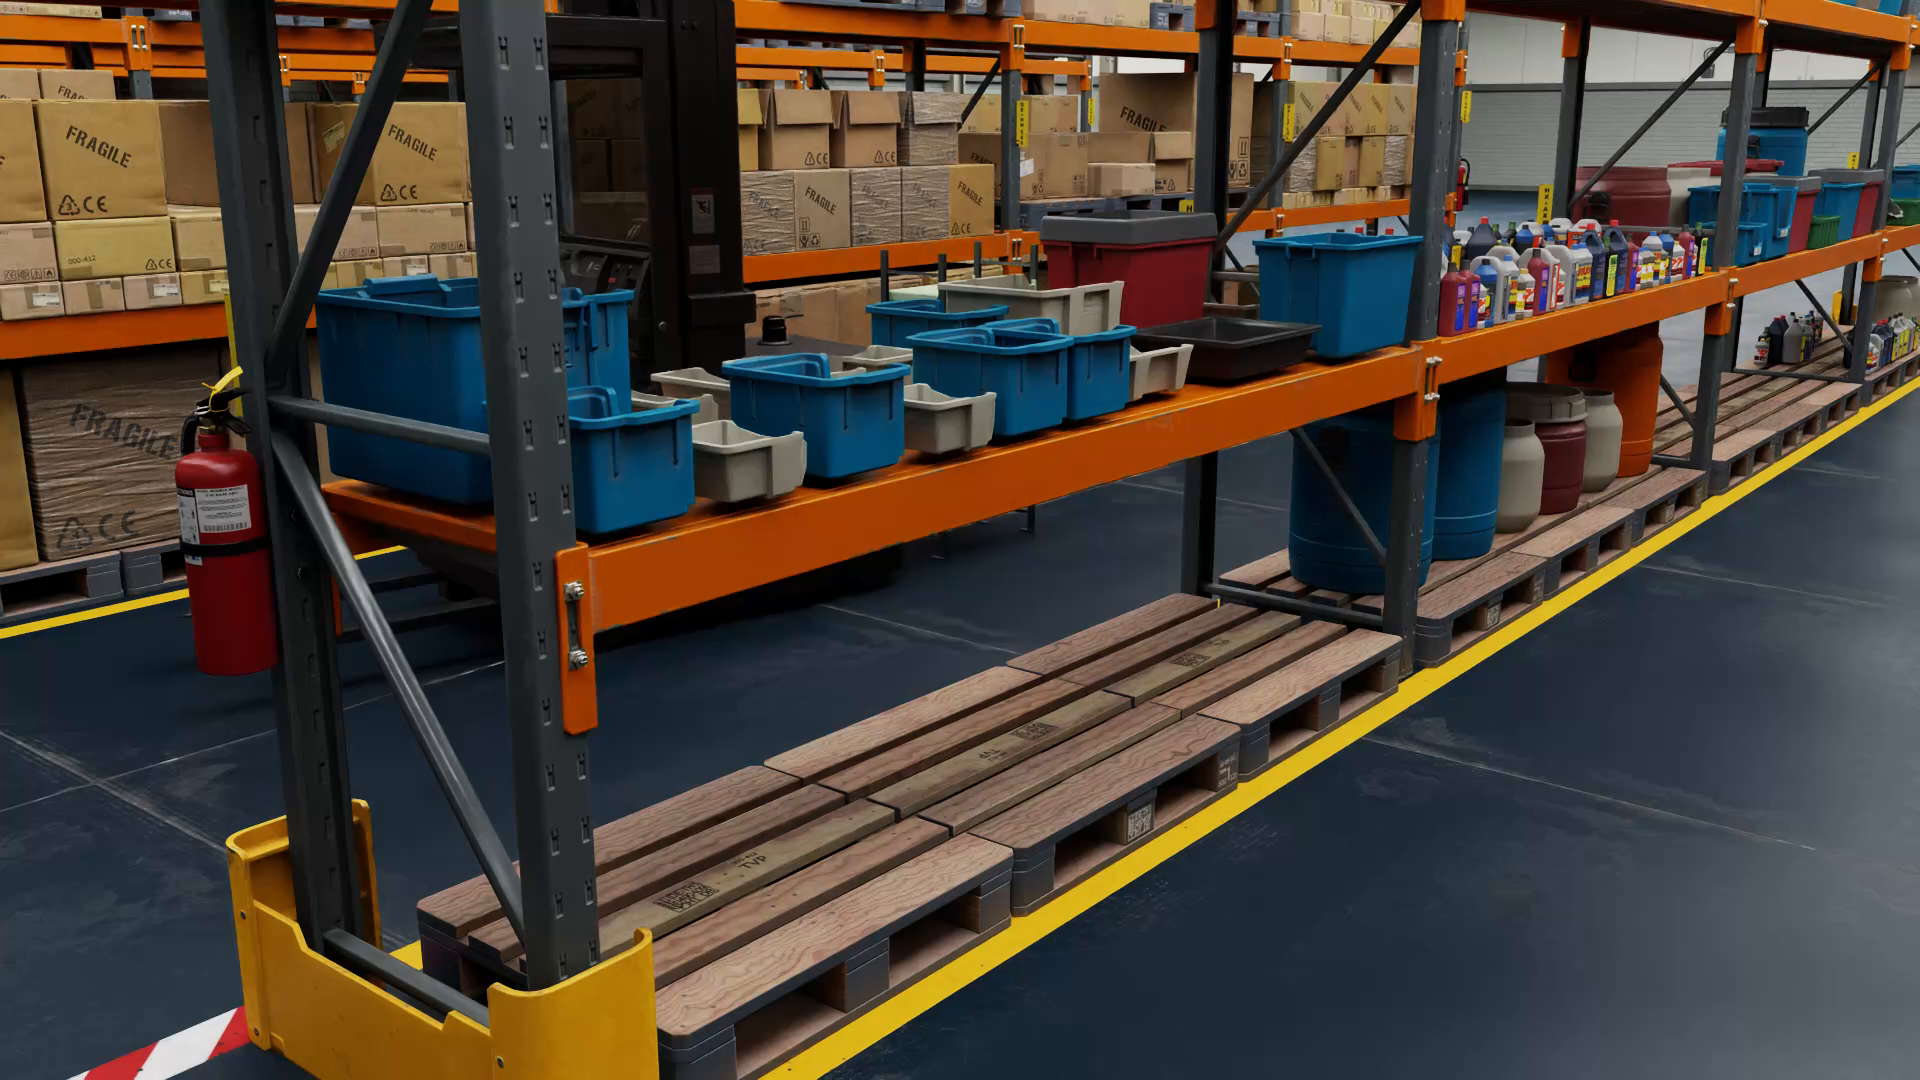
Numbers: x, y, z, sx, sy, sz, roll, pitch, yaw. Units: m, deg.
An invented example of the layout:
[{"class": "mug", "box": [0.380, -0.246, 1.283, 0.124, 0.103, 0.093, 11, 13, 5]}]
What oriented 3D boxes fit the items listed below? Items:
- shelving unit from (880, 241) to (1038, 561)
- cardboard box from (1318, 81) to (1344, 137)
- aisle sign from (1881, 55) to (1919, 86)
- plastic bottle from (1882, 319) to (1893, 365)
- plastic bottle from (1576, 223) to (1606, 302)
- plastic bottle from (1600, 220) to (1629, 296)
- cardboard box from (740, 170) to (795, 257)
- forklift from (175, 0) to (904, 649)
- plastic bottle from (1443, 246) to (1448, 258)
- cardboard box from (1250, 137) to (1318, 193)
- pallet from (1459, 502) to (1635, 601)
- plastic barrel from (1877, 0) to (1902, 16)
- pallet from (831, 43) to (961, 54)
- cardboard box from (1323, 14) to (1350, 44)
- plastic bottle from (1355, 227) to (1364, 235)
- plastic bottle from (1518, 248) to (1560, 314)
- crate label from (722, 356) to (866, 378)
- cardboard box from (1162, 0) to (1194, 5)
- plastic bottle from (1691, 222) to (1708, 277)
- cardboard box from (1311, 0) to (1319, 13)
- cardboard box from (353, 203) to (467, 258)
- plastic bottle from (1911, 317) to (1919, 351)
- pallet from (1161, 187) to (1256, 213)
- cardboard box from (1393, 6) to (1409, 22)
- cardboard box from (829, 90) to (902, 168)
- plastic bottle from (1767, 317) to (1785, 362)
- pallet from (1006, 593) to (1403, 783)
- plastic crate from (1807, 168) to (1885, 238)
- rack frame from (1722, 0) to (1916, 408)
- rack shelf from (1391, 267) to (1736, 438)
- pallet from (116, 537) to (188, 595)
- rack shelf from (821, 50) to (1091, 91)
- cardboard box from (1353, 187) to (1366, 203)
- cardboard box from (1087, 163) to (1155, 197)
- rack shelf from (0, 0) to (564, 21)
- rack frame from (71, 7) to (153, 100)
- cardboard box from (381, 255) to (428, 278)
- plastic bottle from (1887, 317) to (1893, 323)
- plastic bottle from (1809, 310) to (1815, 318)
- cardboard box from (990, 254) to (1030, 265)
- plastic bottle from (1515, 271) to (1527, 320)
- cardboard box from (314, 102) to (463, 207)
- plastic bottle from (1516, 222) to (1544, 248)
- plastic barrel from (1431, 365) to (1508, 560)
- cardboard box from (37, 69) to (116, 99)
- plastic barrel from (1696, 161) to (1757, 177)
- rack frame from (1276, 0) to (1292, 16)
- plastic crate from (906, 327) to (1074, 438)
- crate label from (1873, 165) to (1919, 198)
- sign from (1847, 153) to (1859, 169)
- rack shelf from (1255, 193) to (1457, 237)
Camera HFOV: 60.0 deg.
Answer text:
[{"class": "shelving unit", "box": [0.004, -0.728, 8.443, 0.431, 1.500, 0.755, 11, 18, 38]}, {"class": "cardboard box", "box": [3.323, -4.108, 15.864, 0.500, 0.500, 0.500, 11, 18, 38]}, {"class": "aisle sign", "box": [8.713, -4.607, 15.385, 0.394, 0.787, 0.004, 11, 18, 38]}, {"class": "plastic bottle", "box": [7.330, -1.577, 13.227, 0.144, 0.351, 0.185, 10, 18, 35]}, {"class": "plastic bottle", "box": [2.894, -1.284, 7.686, 0.144, 0.351, 0.185, 11, 18, 38]}, {"class": "plastic bottle", "box": [3.094, -1.345, 7.926, 0.144, 0.351, 0.185, 11, 18, 38]}, {"class": "cardboard box", "box": [-1.385, -2.046, 10.382, 0.500, 0.500, 0.500, 11, 18, 36]}, {"class": "forklift", "box": [-1.725, -1.087, 6.950, 3.031, 2.935, 1.130, -11, 18, -38]}, {"class": "plastic bottle", "box": [2.235, -1.274, 7.805, 0.097, 0.271, 0.097, 0, 14, 0]}, {"class": "cardboard box", "box": [2.860, -3.557, 15.726, 0.875, 0.500, 0.500, 11, 18, 38]}, {"class": "pallet", "box": [2.637, -0.014, 8.249, 1.003, 0.211, 1.213, 11, 18, 38]}, {"class": "plastic barrel", "box": [6.231, -4.087, 11.510, 0.600, 0.901, 0.708, 11, 18, 38]}, {"class": "pallet", "box": [-0.743, -5.641, 18.823, 1.003, 0.211, 1.213, 11, 18, 38]}, {"class": "cardboard box", "box": [3.340, -4.818, 15.708, 0.500, 0.250, 0.500, 11, 18, 37]}, {"class": "plastic bottle", "box": [1.793, -1.228, 7.463, 0.144, 0.351, 0.185, 11, 18, 38]}, {"class": "plastic bottle", "box": [2.523, -1.136, 7.256, 0.152, 0.276, 0.135, 11, 18, 38]}, {"class": "crate label", "box": [-0.439, -0.419, 4.595, 0.396, 0.136, 0.243, 11, 18, 38]}, {"class": "cardboard box", "box": [1.565, -4.740, 14.035, 0.797, 0.503, 0.637, 12, 19, 40]}, {"class": "plastic bottle", "box": [3.945, -1.555, 8.891, 0.061, 0.283, 0.133, 11, 18, 38]}, {"class": "cardboard box", "box": [3.087, -4.938, 15.373, 0.380, 0.149, 0.250, 10, 17, 35]}, {"class": "cardboard box", "box": [-2.896, -1.603, 8.540, 0.500, 0.250, 0.500, 12, 19, 39]}, {"class": "plastic bottle", "box": [8.023, -1.740, 14.002, 0.061, 0.283, 0.133, 12, 18, 39]}, {"class": "pallet", "box": [1.936, -3.071, 15.010, 1.003, 0.211, 1.213, 11, 18, 38]}, {"class": "cardboard box", "box": [4.288, -5.279, 16.713, 0.380, 0.149, 0.250, 10, 17, 35]}, {"class": "cardboard box", "box": [-0.869, -2.795, 11.292, 0.797, 0.503, 0.637, 12, 18, 39]}, {"class": "plastic bottle", "box": [6.562, -1.619, 13.390, 0.144, 0.351, 0.185, 11, 18, 36]}, {"class": "pallet", "box": [0.921, 0.509, 6.191, 1.003, 0.211, 1.213, 11, 18, 38]}, {"class": "plastic crate", "box": [6.315, -2.412, 11.897, 0.402, 0.464, 0.583, 11, 18, 38]}, {"class": "rack frame", "box": [6.381, -2.522, 12.457, 1.000, 3.000, 0.127, 11, 18, 38]}, {"class": "rack shelf", "box": [2.610, -1.024, 8.022, 1.077, 0.370, 4.000, 11, 18, 38]}, {"class": "pallet", "box": [-3.804, -0.036, 8.337, 1.003, 0.211, 1.213, 11, 18, 38]}, {"class": "rack shelf", "box": [-0.008, -5.563, 19.798, 1.077, 0.370, 4.000, 11, 18, 38]}, {"class": "cardboard box", "box": [3.831, -3.450, 16.622, 0.380, 0.149, 0.250, 11, 18, 38]}, {"class": "cardboard box", "box": [1.247, -2.938, 13.548, 0.500, 0.250, 0.500, 11, 18, 36]}, {"class": "rack shelf", "box": [-3.756, -2.478, 7.654, 1.077, 0.370, 4.000, 11, 18, 38]}, {"class": "rack frame", "box": [-6.293, -2.543, 12.540, 1.000, 3.000, 0.127, 11, 18, 38]}, {"class": "cardboard box", "box": [-2.921, -1.377, 8.463, 0.380, 0.149, 0.250, 12, 18, 39]}, {"class": "plastic bottle", "box": [7.819, -1.737, 13.992, 0.061, 0.283, 0.133, 11, 18, 38]}, {"class": "plastic bottle", "box": [7.357, -1.845, 14.416, 0.061, 0.283, 0.133, 12, 18, 38]}, {"class": "cardboard box", "box": [0.323, -3.706, 20.581, 0.875, 0.875, 0.875, 11, 18, 37]}, {"class": "plastic bottle", "box": [2.326, -1.030, 6.987, 0.097, 0.201, 0.097, 0, 14, 0]}, {"class": "cardboard box", "box": [-2.898, -1.966, 8.448, 0.500, 0.500, 0.500, 11, 18, 38]}, {"class": "plastic bottle", "box": [3.053, -1.574, 8.978, 0.152, 0.276, 0.135, 11, 18, 38]}, {"class": "plastic barrel", "box": [2.154, -0.413, 7.566, 0.600, 0.901, 0.708, 11, 18, 38]}, {"class": "cardboard box", "box": [-6.378, -3.088, 11.849, 0.500, 0.500, 0.500, 10, 18, 36]}, {"class": "plastic barrel", "box": [5.148, -2.298, 11.299, 0.433, 0.535, 0.433, 0, 14, 0]}, {"class": "rack frame", "box": [2.529, -6.196, 14.735, 1.000, 3.000, 0.127, 11, 18, 38]}, {"class": "plastic crate", "box": [0.078, -0.420, 4.402, 0.416, 0.233, 0.300, 11, 18, 38]}, {"class": "crate label", "box": [7.949, -2.910, 13.915, 0.502, 0.435, 0.616, 11, 18, 38]}, {"class": "sign", "box": [8.470, -3.508, 15.776, 0.100, 0.325, 0.005, 11, 18, 38]}, {"class": "rack shelf", "box": [3.786, -3.322, 17.070, 1.077, 0.370, 4.000, 11, 18, 38]}]
